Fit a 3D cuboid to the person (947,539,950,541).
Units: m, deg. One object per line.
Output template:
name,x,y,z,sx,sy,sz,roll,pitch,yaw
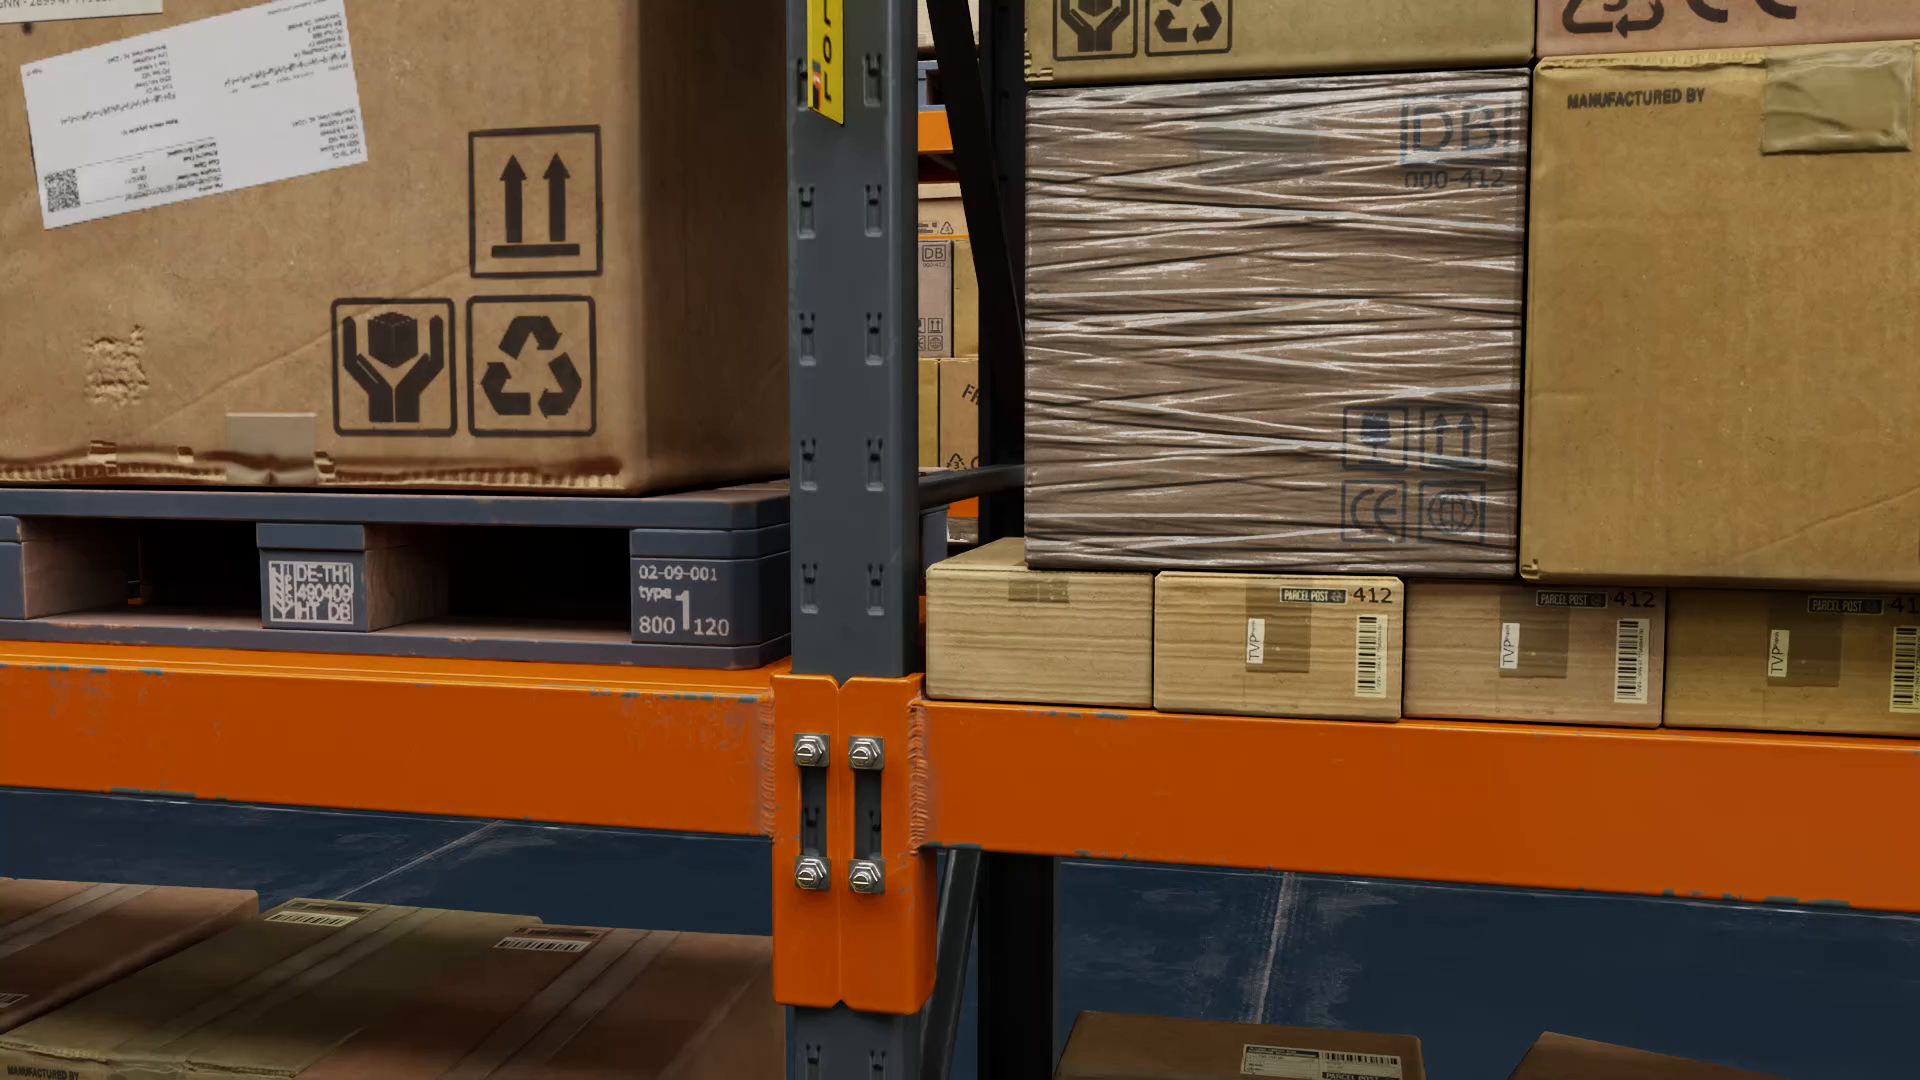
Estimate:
person,-0.210,0.354,9.335,0.586,0.996,0.895,1,5,14
